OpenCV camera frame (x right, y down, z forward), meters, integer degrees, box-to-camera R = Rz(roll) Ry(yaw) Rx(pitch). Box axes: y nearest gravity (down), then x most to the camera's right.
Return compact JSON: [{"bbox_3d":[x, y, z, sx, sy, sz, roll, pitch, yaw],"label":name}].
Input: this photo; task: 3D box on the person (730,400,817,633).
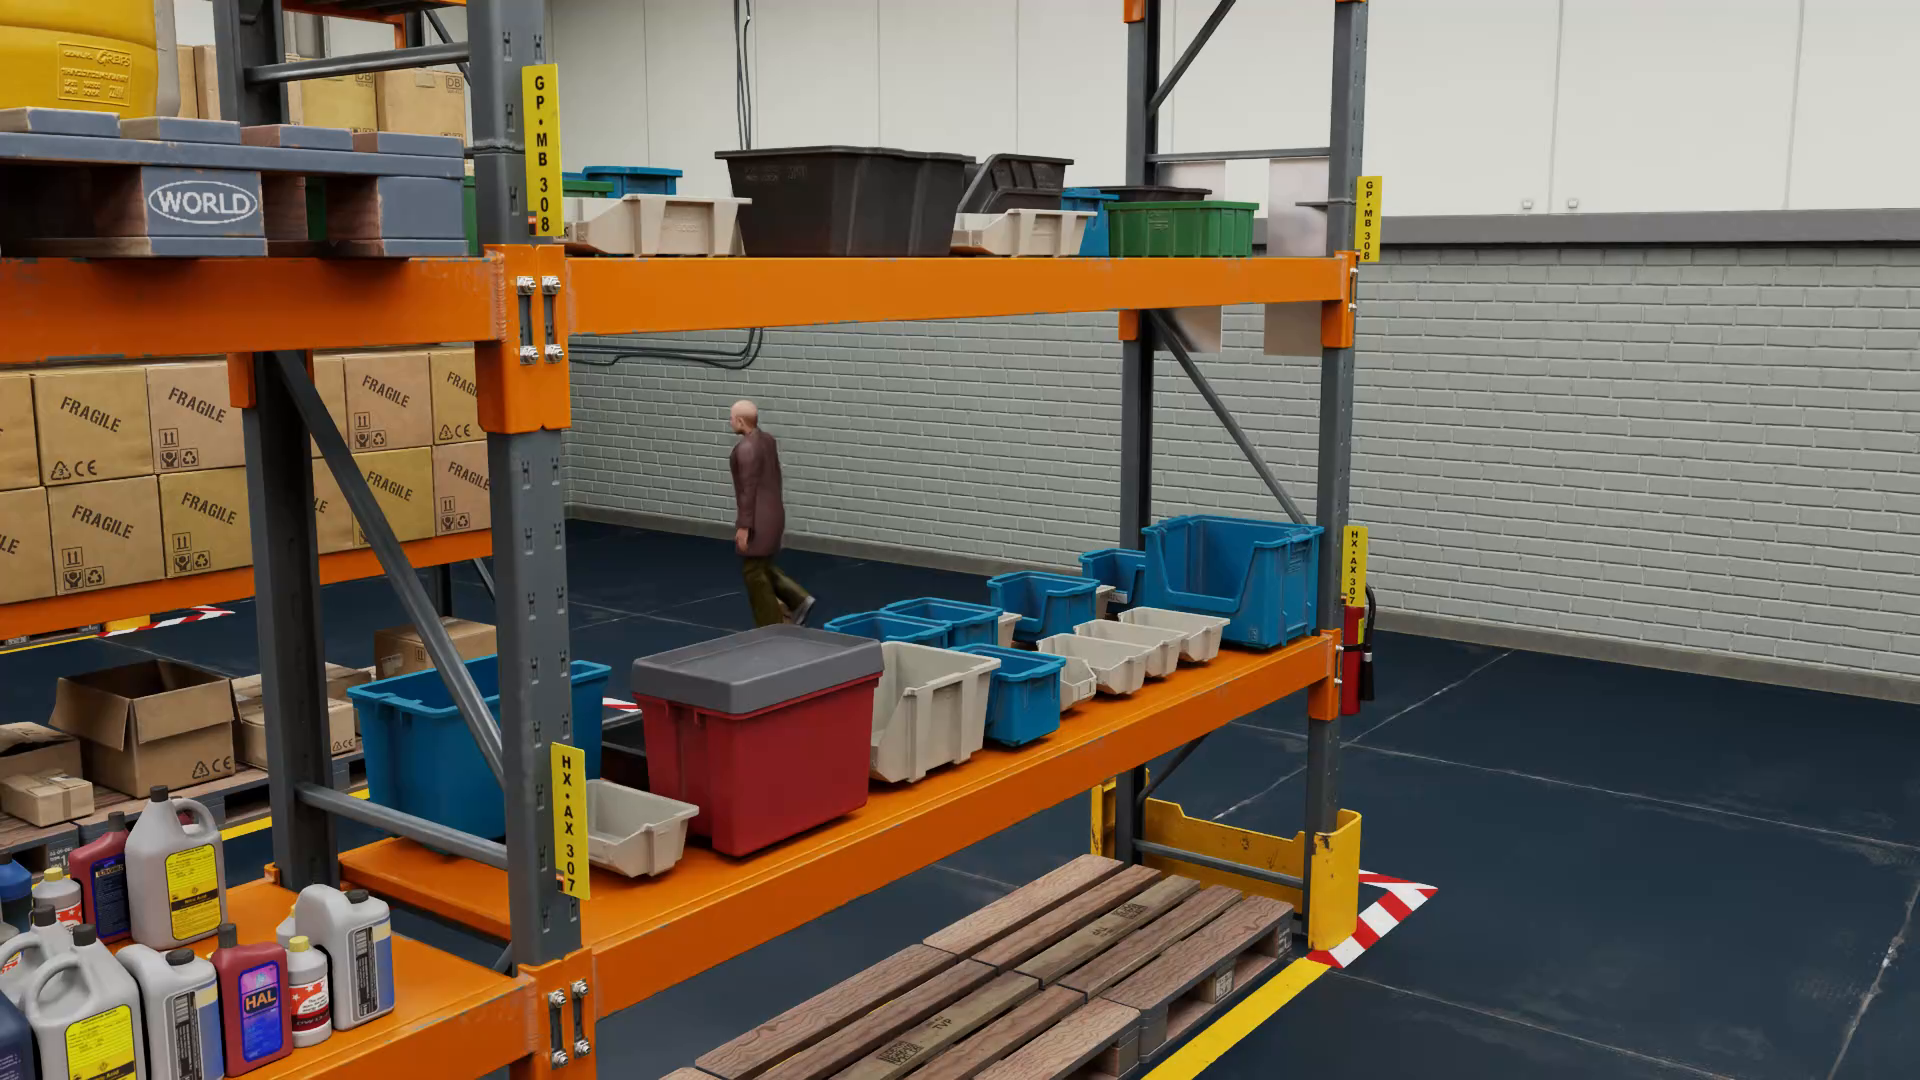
[{"bbox_3d":[-1.365,-0.135,12.085,0.609,1.762,0.633,2,10,10],"label":"person"}]
